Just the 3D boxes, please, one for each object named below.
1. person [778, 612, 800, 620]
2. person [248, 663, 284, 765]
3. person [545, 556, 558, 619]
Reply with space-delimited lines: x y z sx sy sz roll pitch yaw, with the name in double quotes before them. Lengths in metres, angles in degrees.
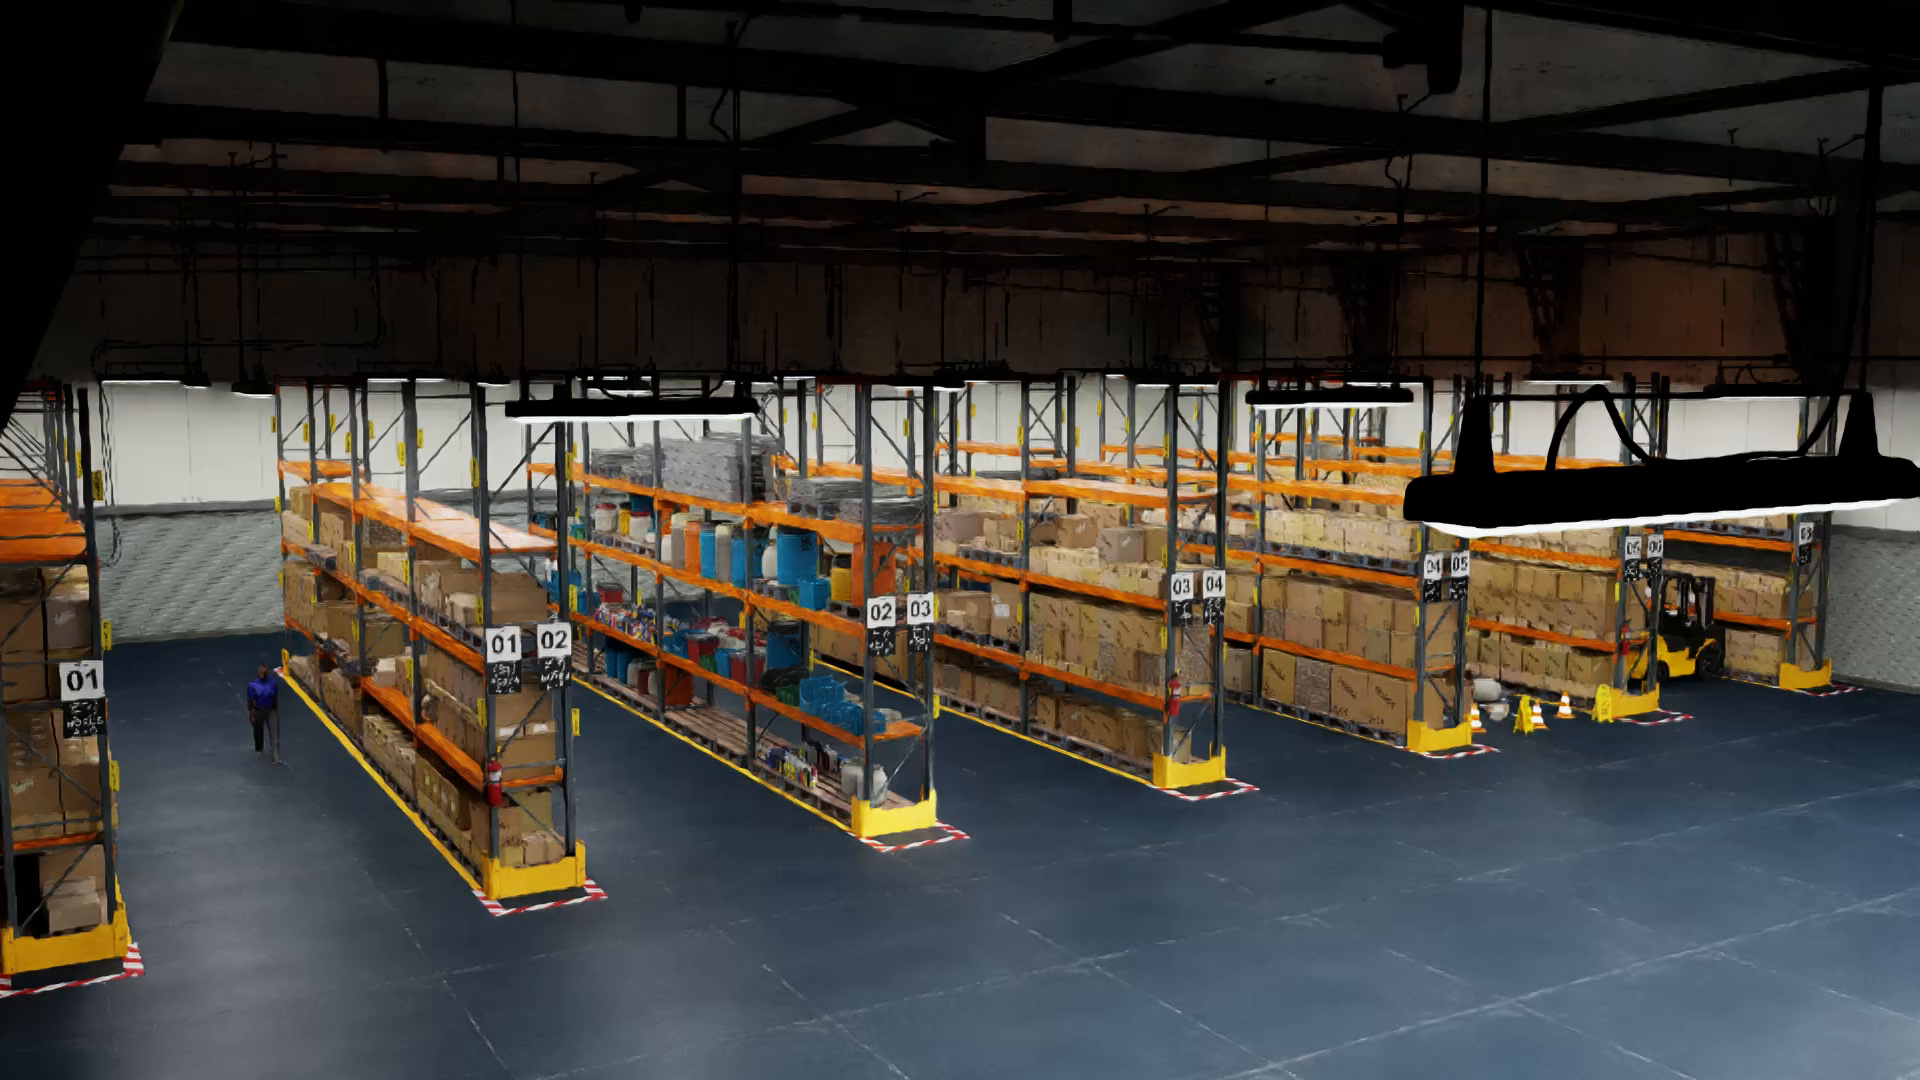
"person" -3.397 1.884 33.295 0.446 1.591 1.110 -4 7 -32
"person" -10.882 2.692 25.986 0.447 1.574 1.088 -3 7 -28
"person" -9.826 1.026 40.514 0.591 1.772 0.577 1 6 7
